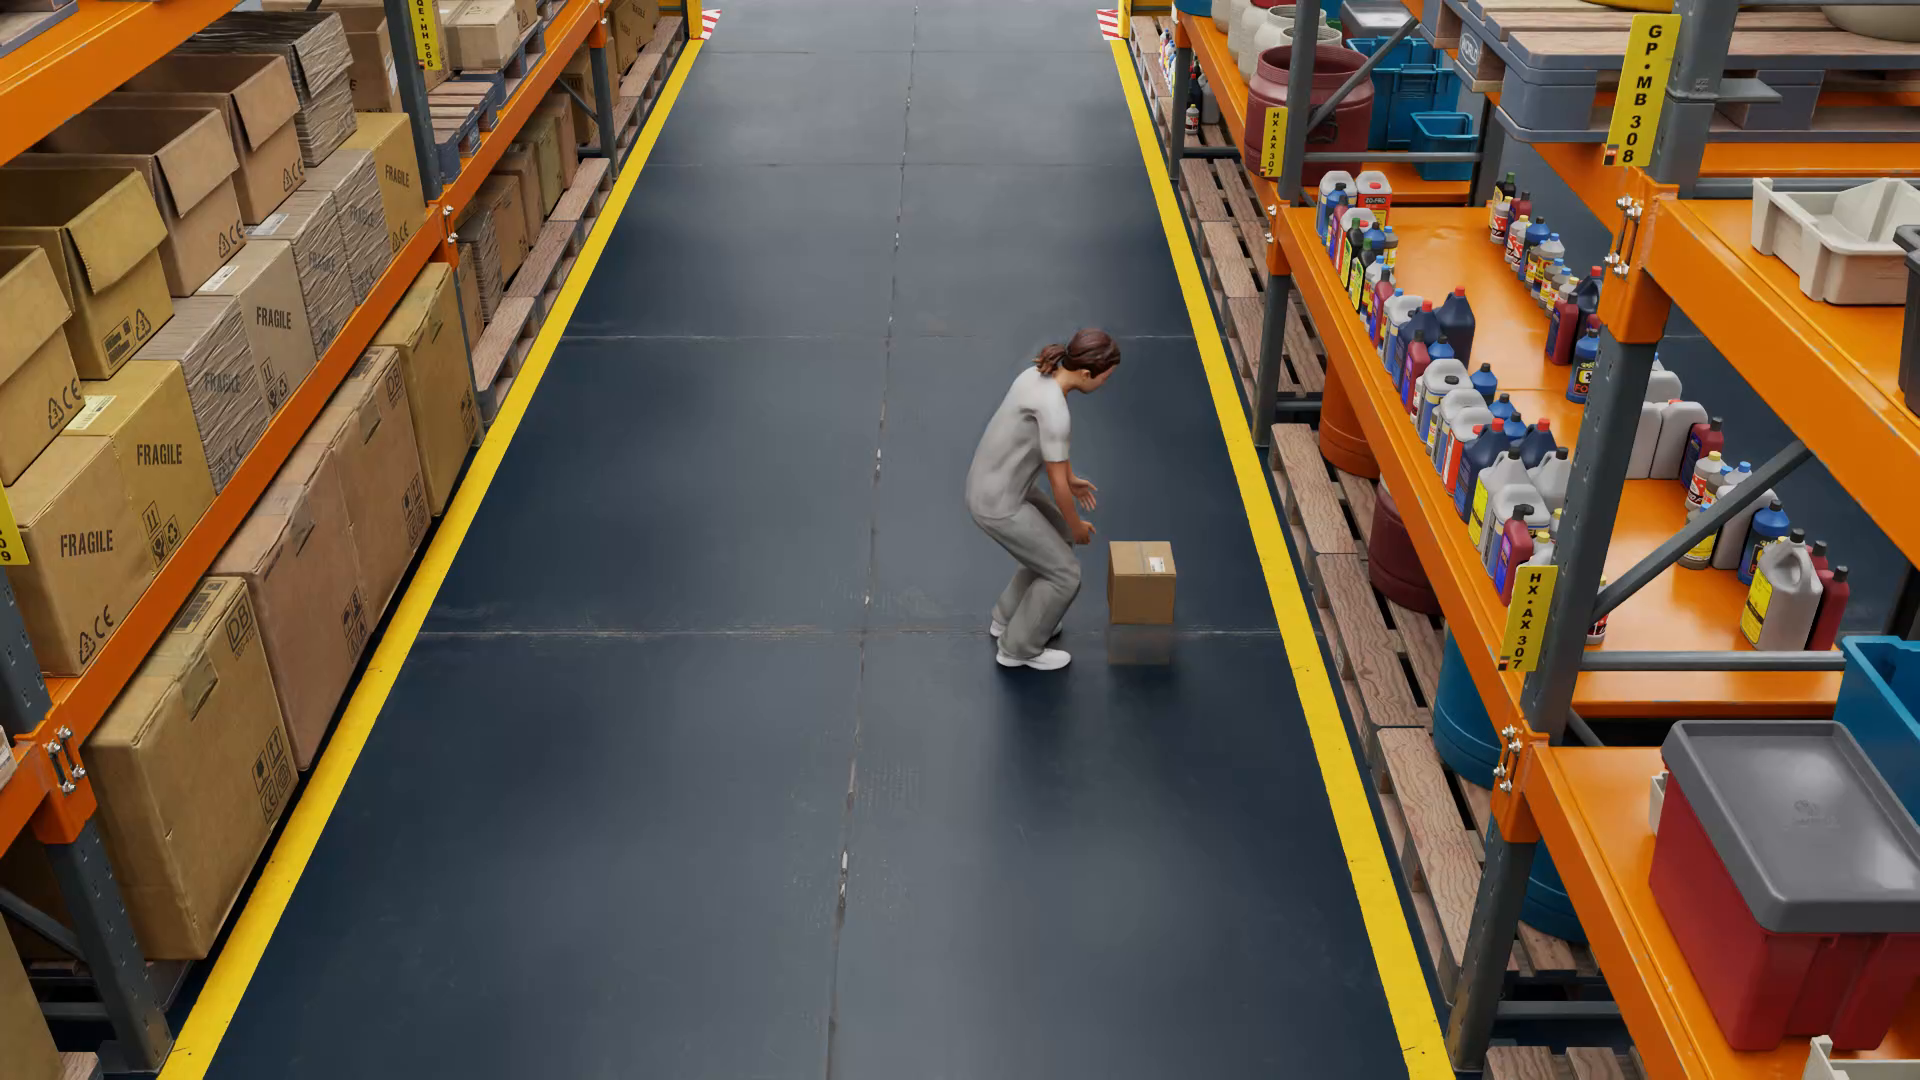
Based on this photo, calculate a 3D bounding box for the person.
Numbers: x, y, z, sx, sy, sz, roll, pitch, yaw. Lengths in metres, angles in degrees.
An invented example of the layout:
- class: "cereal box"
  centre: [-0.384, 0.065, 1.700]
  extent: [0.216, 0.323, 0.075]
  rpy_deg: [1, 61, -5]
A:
- class: "person"
  centre: [0.316, -0.161, 6.662]
  extent: [0.595, 1.404, 0.489]
  rpy_deg: [0, 32, 0]
